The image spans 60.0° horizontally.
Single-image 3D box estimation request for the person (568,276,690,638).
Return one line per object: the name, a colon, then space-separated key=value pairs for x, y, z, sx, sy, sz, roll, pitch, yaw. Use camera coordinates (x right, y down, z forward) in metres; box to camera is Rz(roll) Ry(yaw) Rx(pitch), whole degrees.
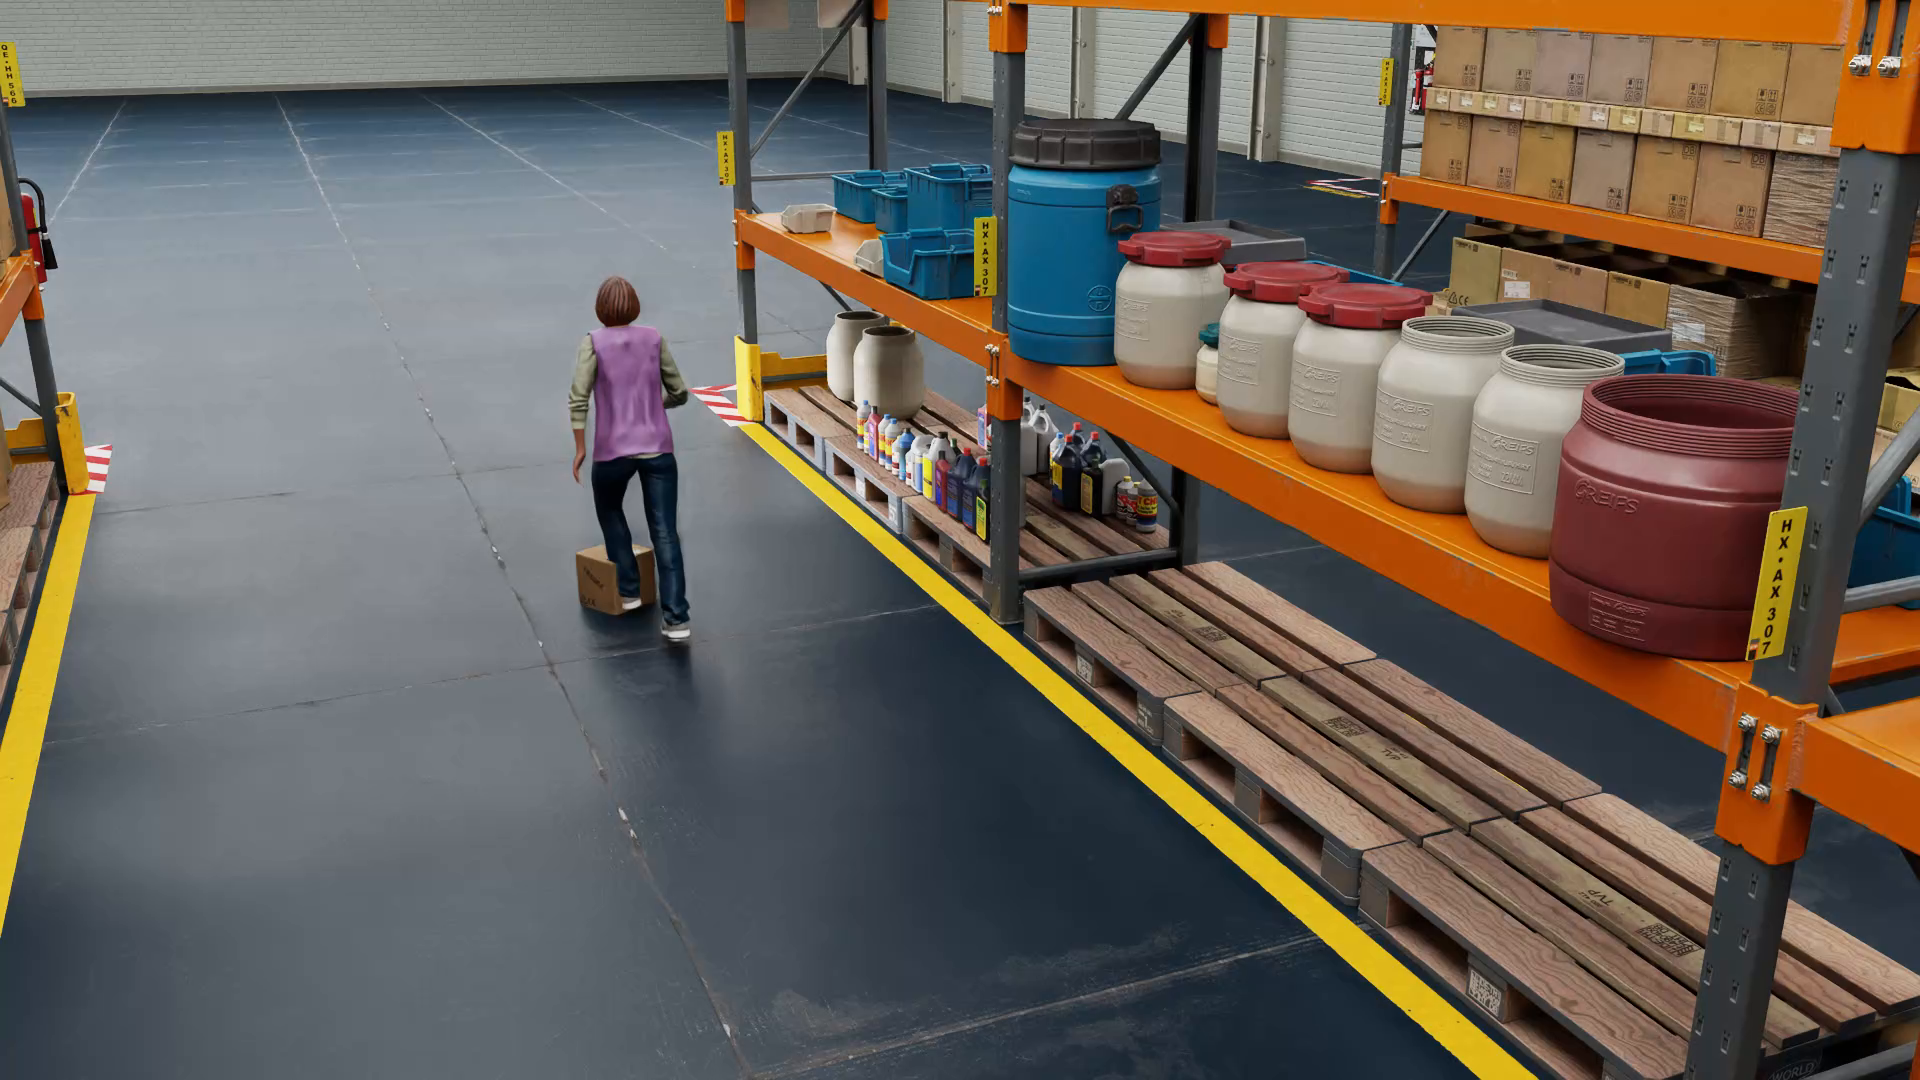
person: x=-1.413 y=-0.358 z=7.200 sx=0.529 sy=1.514 sz=0.858 roll=-5 pitch=20 yaw=-15
